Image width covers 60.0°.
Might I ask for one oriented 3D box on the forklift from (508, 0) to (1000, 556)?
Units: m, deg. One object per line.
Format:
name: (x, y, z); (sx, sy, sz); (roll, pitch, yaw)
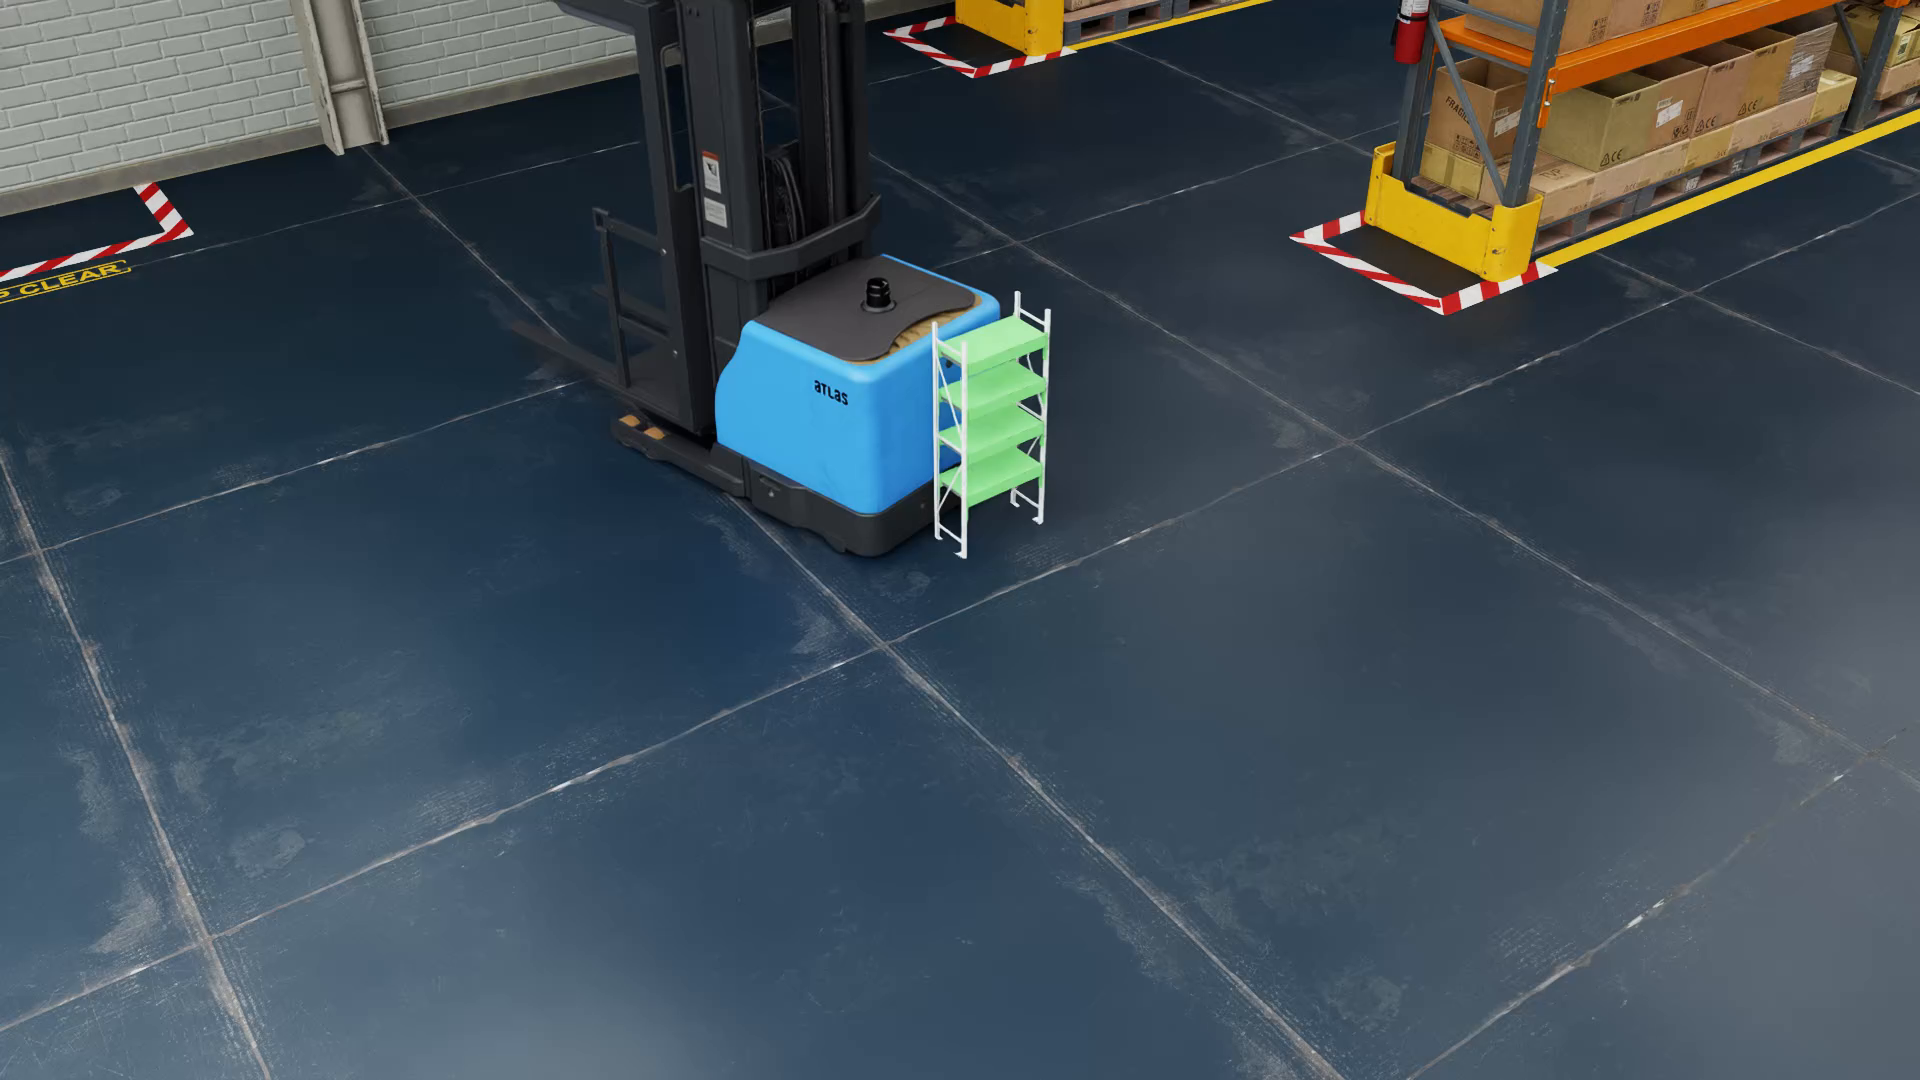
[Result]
forklift: (-1.241, -1.830, 8.284); (3.031, 2.935, 1.130); (26, 43, 32)

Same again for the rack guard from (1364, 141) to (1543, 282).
rack guard: (3.186, -2.154, 10.816); (0.348, 0.500, 1.175); (-22, 41, -28)

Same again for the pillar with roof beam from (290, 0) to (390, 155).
pillar with roof beam: (-2.002, -4.551, 6.870); (0.400, 9.000, 9.100); (-22, 41, -28)

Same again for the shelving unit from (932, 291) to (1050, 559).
shelving unit: (0.146, -0.539, 7.971); (0.503, 1.200, 0.258); (-24, 42, -30)

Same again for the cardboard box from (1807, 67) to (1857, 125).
cardboard box: (6.222, -3.316, 12.287); (0.500, 0.250, 0.500); (-22, 41, -28)

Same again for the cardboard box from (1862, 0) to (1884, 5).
cardboard box: (7.063, -4.255, 13.112); (0.500, 0.311, 0.500); (-21, 41, -27)

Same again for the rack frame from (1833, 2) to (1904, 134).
rack frame: (6.475, -4.522, 11.969); (0.127, 3.000, 1.000); (-22, 41, -28)

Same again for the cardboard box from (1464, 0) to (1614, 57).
cardboard box: (3.594, -3.368, 10.279); (0.500, 0.500, 0.700); (-22, 41, -28)

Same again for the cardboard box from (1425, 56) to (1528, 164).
cardboard box: (3.472, -2.858, 11.007); (0.500, 0.500, 0.500); (-22, 41, -28)

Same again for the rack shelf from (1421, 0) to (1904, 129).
rack shelf: (4.840, -3.557, 11.243); (4.000, 0.370, 1.077); (-22, 41, -28)

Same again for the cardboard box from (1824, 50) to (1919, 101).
cardboard box: (6.948, -3.594, 12.673); (0.500, 0.250, 0.500); (-23, 42, -29)

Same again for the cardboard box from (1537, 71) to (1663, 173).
cardboard box: (4.180, -2.779, 10.897); (0.500, 0.500, 0.500); (-22, 41, -28)

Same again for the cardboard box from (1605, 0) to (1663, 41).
cardboard box: (4.021, -3.547, 10.527); (0.500, 0.500, 0.700); (-21, 41, -27)

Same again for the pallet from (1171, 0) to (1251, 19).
pallet: (2.092, -5.097, 15.157); (1.213, 0.211, 1.003); (-22, 41, -28)

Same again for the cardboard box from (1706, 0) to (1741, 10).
cardboard box: (4.858, -3.890, 11.004); (0.500, 0.500, 0.700); (-21, 41, -27)

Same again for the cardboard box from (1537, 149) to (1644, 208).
cardboard box: (4.179, -2.475, 11.118); (0.500, 0.250, 0.500); (-22, 41, -28)

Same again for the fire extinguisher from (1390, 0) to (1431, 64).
fire extinguisher: (2.841, -3.327, 10.373); (0.183, 0.674, 0.296); (-22, 41, -28)

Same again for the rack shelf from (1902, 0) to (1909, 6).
rack shelf: (8.110, -4.903, 13.114); (4.000, 0.370, 1.077); (-22, 41, -28)

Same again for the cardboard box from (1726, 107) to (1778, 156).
cardboard box: (5.407, -2.977, 11.816); (0.500, 0.250, 0.500); (-22, 41, -28)

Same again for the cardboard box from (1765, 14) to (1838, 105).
cardboard box: (5.807, -3.458, 11.842); (0.500, 0.500, 0.500); (-22, 41, -28)

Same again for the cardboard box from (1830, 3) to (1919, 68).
cardboard box: (6.956, -3.824, 12.513); (0.500, 0.311, 0.500); (-22, 41, -28)

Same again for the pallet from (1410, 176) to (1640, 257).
pallet: (3.806, -2.322, 11.297); (1.213, 0.211, 1.003); (-22, 41, -28)

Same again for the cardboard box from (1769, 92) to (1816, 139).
cardboard box: (5.808, -3.153, 12.060); (0.500, 0.250, 0.500); (-22, 41, -28)

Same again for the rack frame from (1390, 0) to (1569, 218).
rack frame: (3.206, -3.177, 10.098); (0.127, 3.000, 1.000); (-22, 41, -28)

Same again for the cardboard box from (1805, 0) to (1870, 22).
cardboard box: (6.641, -4.077, 12.865); (0.500, 0.311, 0.500); (-22, 41, -28)

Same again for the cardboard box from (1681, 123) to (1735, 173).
cardboard box: (4.999, -2.809, 11.582); (0.500, 0.250, 0.500); (-22, 41, -28)

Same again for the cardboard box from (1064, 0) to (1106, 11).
cardboard box: (0.966, -4.816, 14.304); (0.500, 0.311, 0.500); (-28, 44, -33)

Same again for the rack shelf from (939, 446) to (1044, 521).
rack shelf: (0.146, -0.292, 8.149); (0.480, 0.148, 0.258); (-24, 42, -30)

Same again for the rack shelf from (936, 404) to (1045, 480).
rack shelf: (0.146, -0.487, 8.009); (0.480, 0.148, 0.258); (-24, 42, -30)

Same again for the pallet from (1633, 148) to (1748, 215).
pallet: (4.803, -2.730, 11.865); (1.213, 0.211, 1.003); (-22, 41, -28)

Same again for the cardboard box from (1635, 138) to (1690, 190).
cardboard box: (4.588, -2.643, 11.351); (0.500, 0.250, 0.500); (-22, 41, -28)

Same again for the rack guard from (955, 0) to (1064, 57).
rack guard: (0.411, -4.550, 14.149); (0.348, 0.500, 1.175); (-22, 41, -28)

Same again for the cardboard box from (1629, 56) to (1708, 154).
cardboard box: (4.581, -2.953, 11.140); (0.500, 0.500, 0.500); (-22, 41, -28)

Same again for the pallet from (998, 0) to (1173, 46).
pallet: (1.095, -4.690, 14.590); (1.213, 0.211, 1.003); (-22, 41, -28)

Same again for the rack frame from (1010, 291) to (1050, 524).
rack frame: (0.338, -0.626, 8.093); (0.015, 1.200, 0.240); (-24, 42, -30)

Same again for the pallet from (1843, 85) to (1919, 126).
pallet: (7.055, -3.657, 13.153); (1.213, 0.211, 1.003); (-22, 41, -28)

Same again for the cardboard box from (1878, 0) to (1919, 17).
cardboard box: (7.369, -3.990, 12.744); (0.500, 0.311, 0.500); (-23, 42, -28)

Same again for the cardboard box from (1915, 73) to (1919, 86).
cardboard box: (7.366, -3.765, 12.911); (0.500, 0.250, 0.500); (-21, 41, -27)

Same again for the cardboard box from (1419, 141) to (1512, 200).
cardboard box: (3.474, -2.552, 11.225); (0.500, 0.250, 0.500); (-22, 41, -28)

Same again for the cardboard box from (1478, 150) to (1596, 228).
cardboard box: (3.772, -2.305, 10.881); (0.500, 0.250, 0.500); (-22, 41, -28)

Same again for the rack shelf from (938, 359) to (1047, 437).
rack shelf: (0.146, -0.682, 7.869); (0.480, 0.148, 0.258); (-24, 42, -30)

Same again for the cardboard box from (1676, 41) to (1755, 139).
cardboard box: (5.000, -3.113, 11.362); (0.500, 0.500, 0.500); (-22, 41, -28)

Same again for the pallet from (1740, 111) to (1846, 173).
pallet: (5.801, -3.143, 12.439); (1.213, 0.211, 1.003); (-22, 41, -28)

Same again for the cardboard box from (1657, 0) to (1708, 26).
cardboard box: (4.430, -3.711, 10.756); (0.500, 0.500, 0.700); (-22, 41, -28)

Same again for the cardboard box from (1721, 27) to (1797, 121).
cardboard box: (5.400, -3.288, 11.605); (0.500, 0.500, 0.500); (-22, 41, -28)

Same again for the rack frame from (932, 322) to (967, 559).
rack frame: (-0.047, -0.451, 7.850); (0.015, 1.200, 0.240); (-24, 42, -30)

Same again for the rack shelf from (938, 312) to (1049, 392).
rack shelf: (0.146, -0.876, 7.728); (0.480, 0.148, 0.258); (-24, 42, -30)
